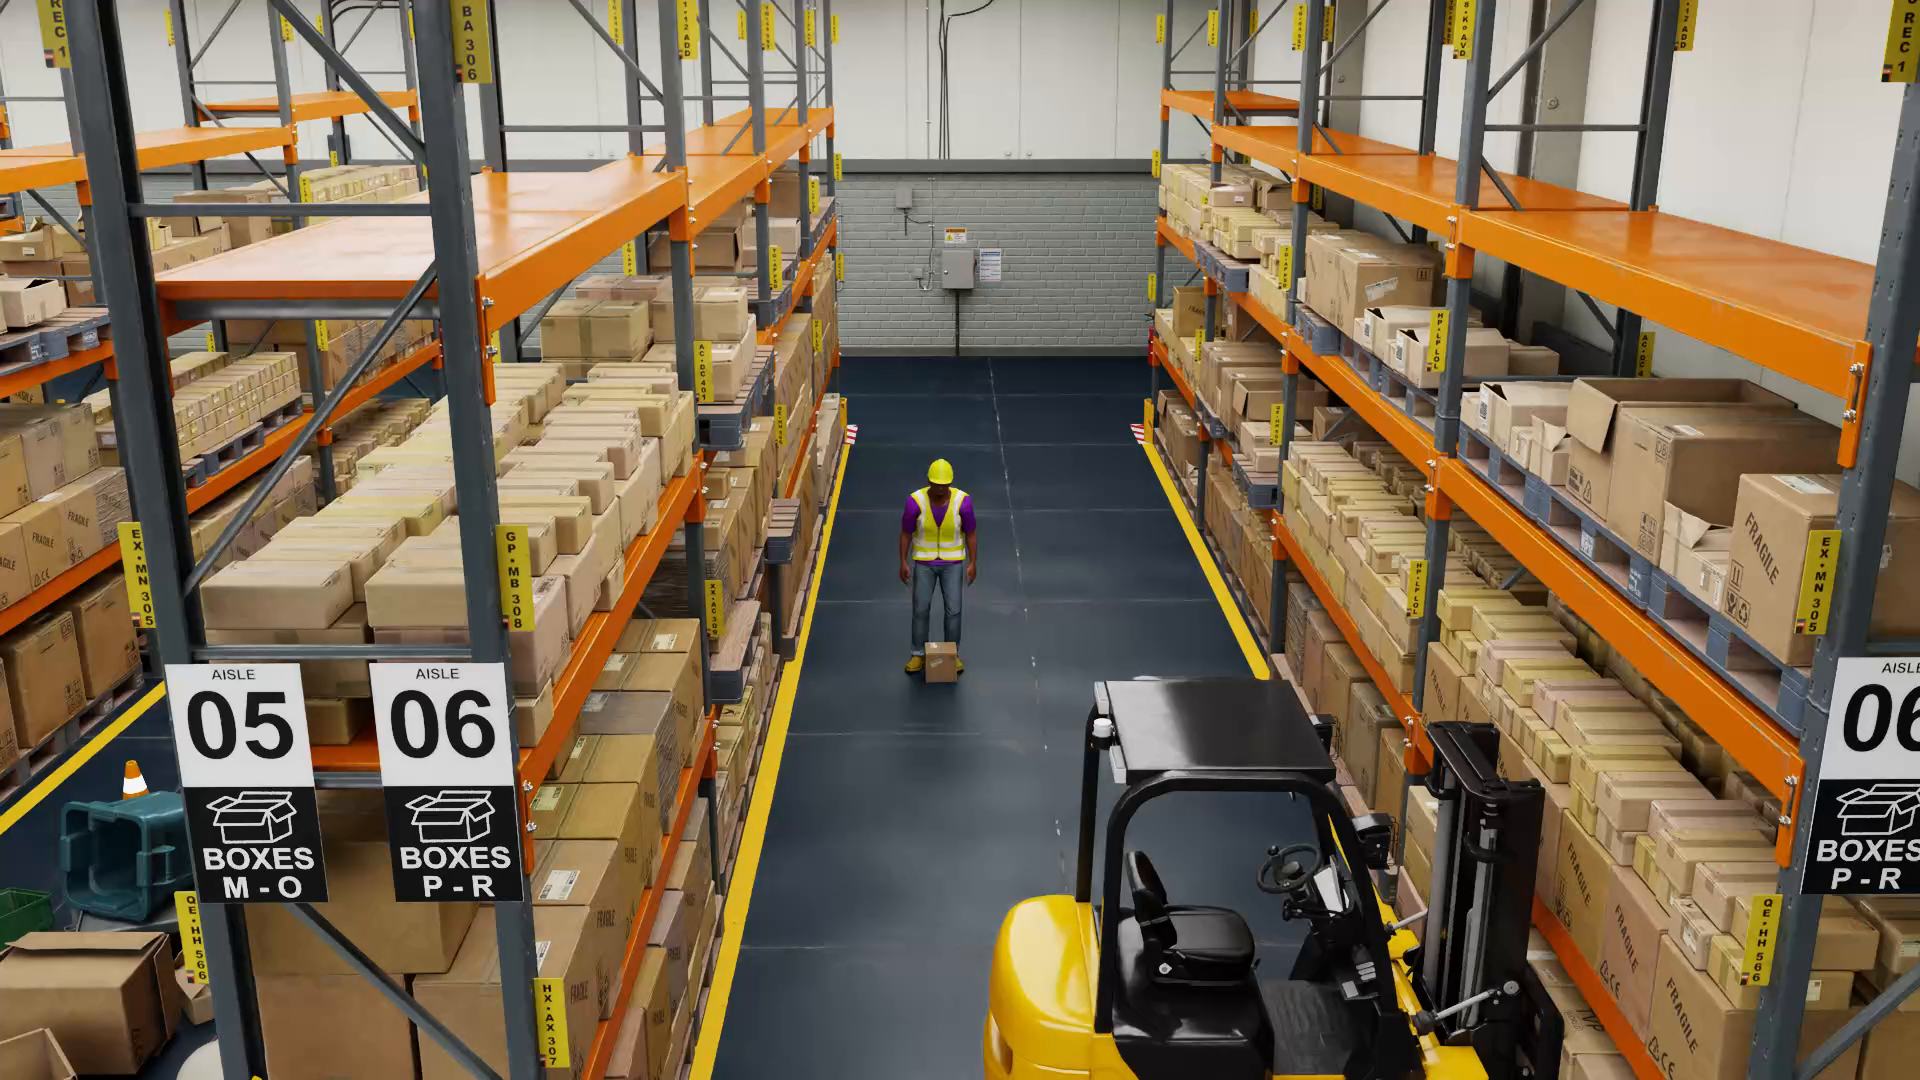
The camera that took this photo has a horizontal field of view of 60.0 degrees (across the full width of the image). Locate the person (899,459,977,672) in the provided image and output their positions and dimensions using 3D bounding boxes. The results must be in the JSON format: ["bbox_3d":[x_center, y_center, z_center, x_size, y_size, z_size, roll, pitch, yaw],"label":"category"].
[{"bbox_3d":[-0.176,0.195,13.375,0.628,1.760,0.459,0,17,0],"label":"person"}]
